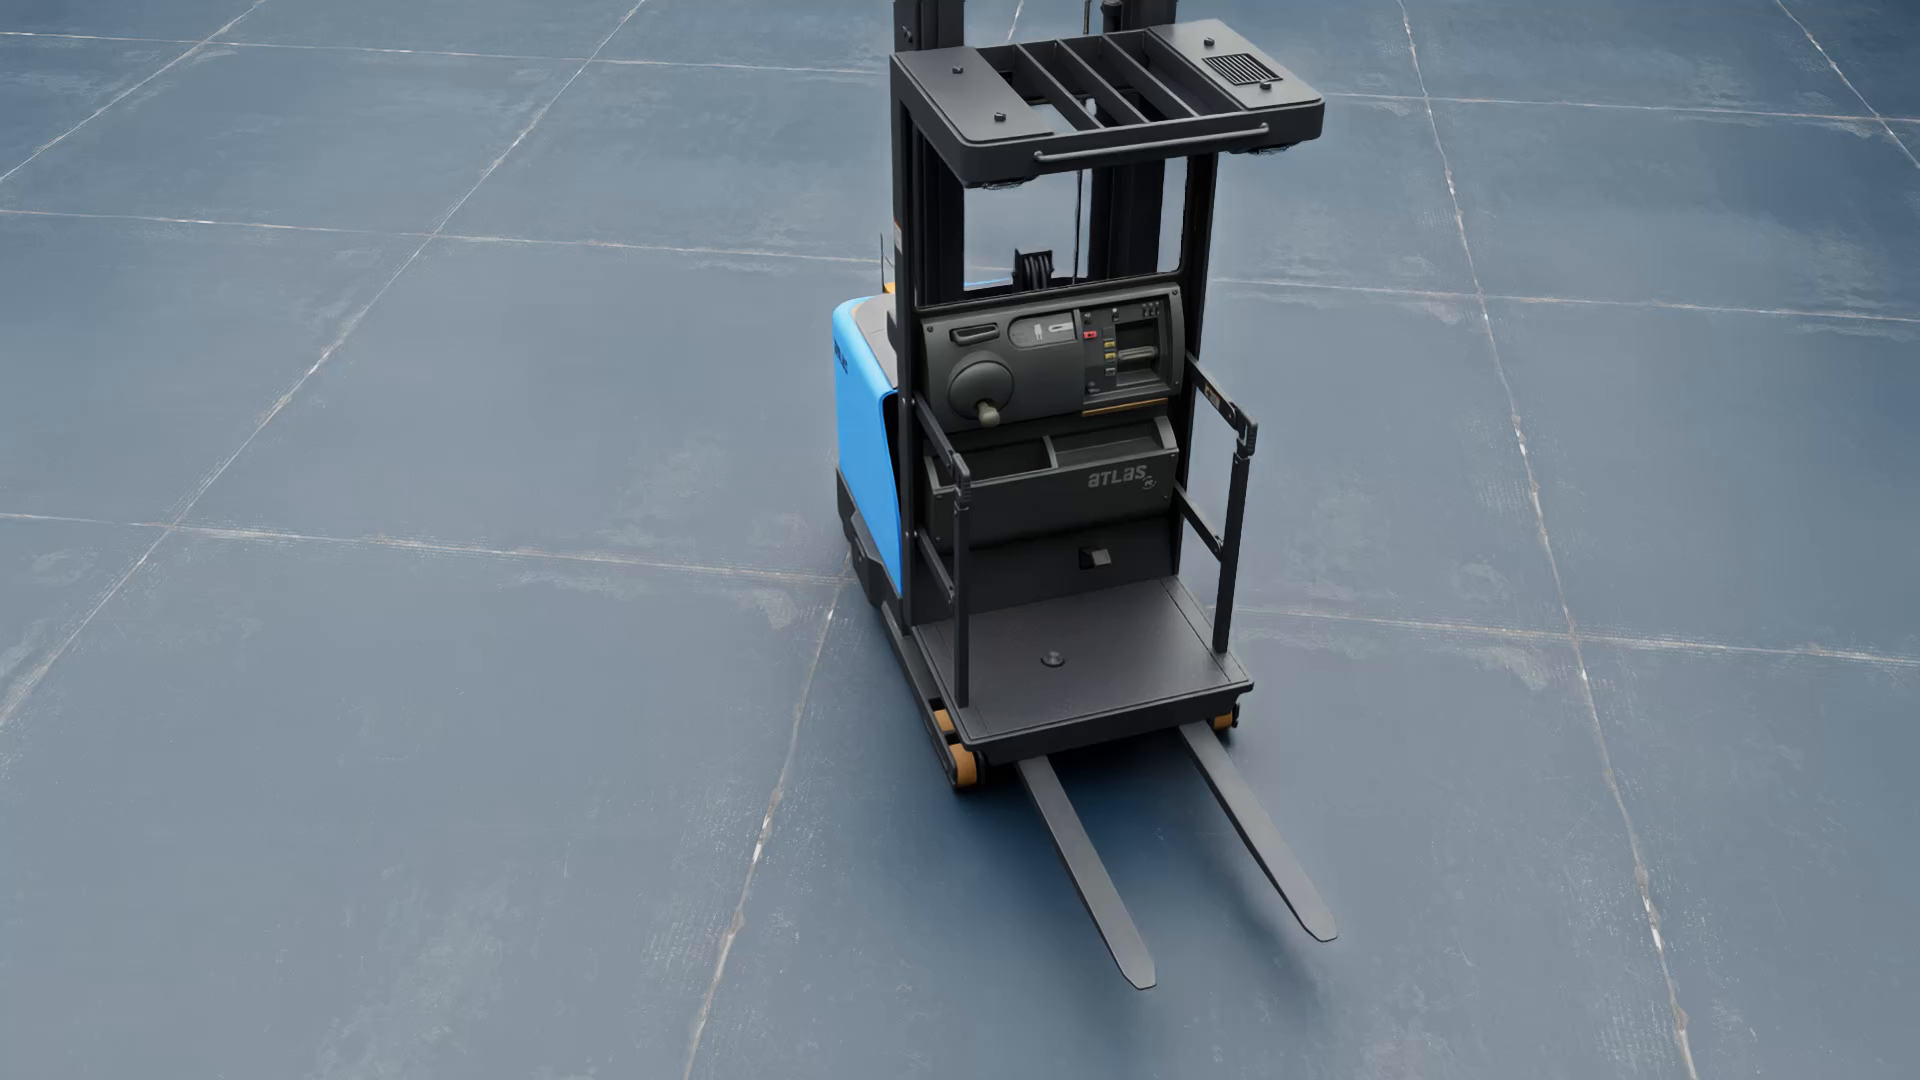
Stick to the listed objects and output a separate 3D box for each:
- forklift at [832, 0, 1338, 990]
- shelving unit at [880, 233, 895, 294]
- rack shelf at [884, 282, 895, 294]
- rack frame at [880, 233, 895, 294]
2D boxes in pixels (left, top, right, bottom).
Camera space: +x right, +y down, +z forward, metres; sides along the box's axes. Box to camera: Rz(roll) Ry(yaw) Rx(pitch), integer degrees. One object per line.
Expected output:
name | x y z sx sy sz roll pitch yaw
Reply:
forklift | 0.395 -0.562 5.514 1.130 2.935 3.031 -10 37 -14
shelving unit | -0.208 -0.757 7.278 0.189 1.200 0.258 -12 37 -16
rack shelf | -0.209 -1.014 7.095 0.180 0.103 0.258 -12 37 -16
rack frame | -0.295 -0.740 7.254 0.006 1.200 0.240 -12 37 -16
